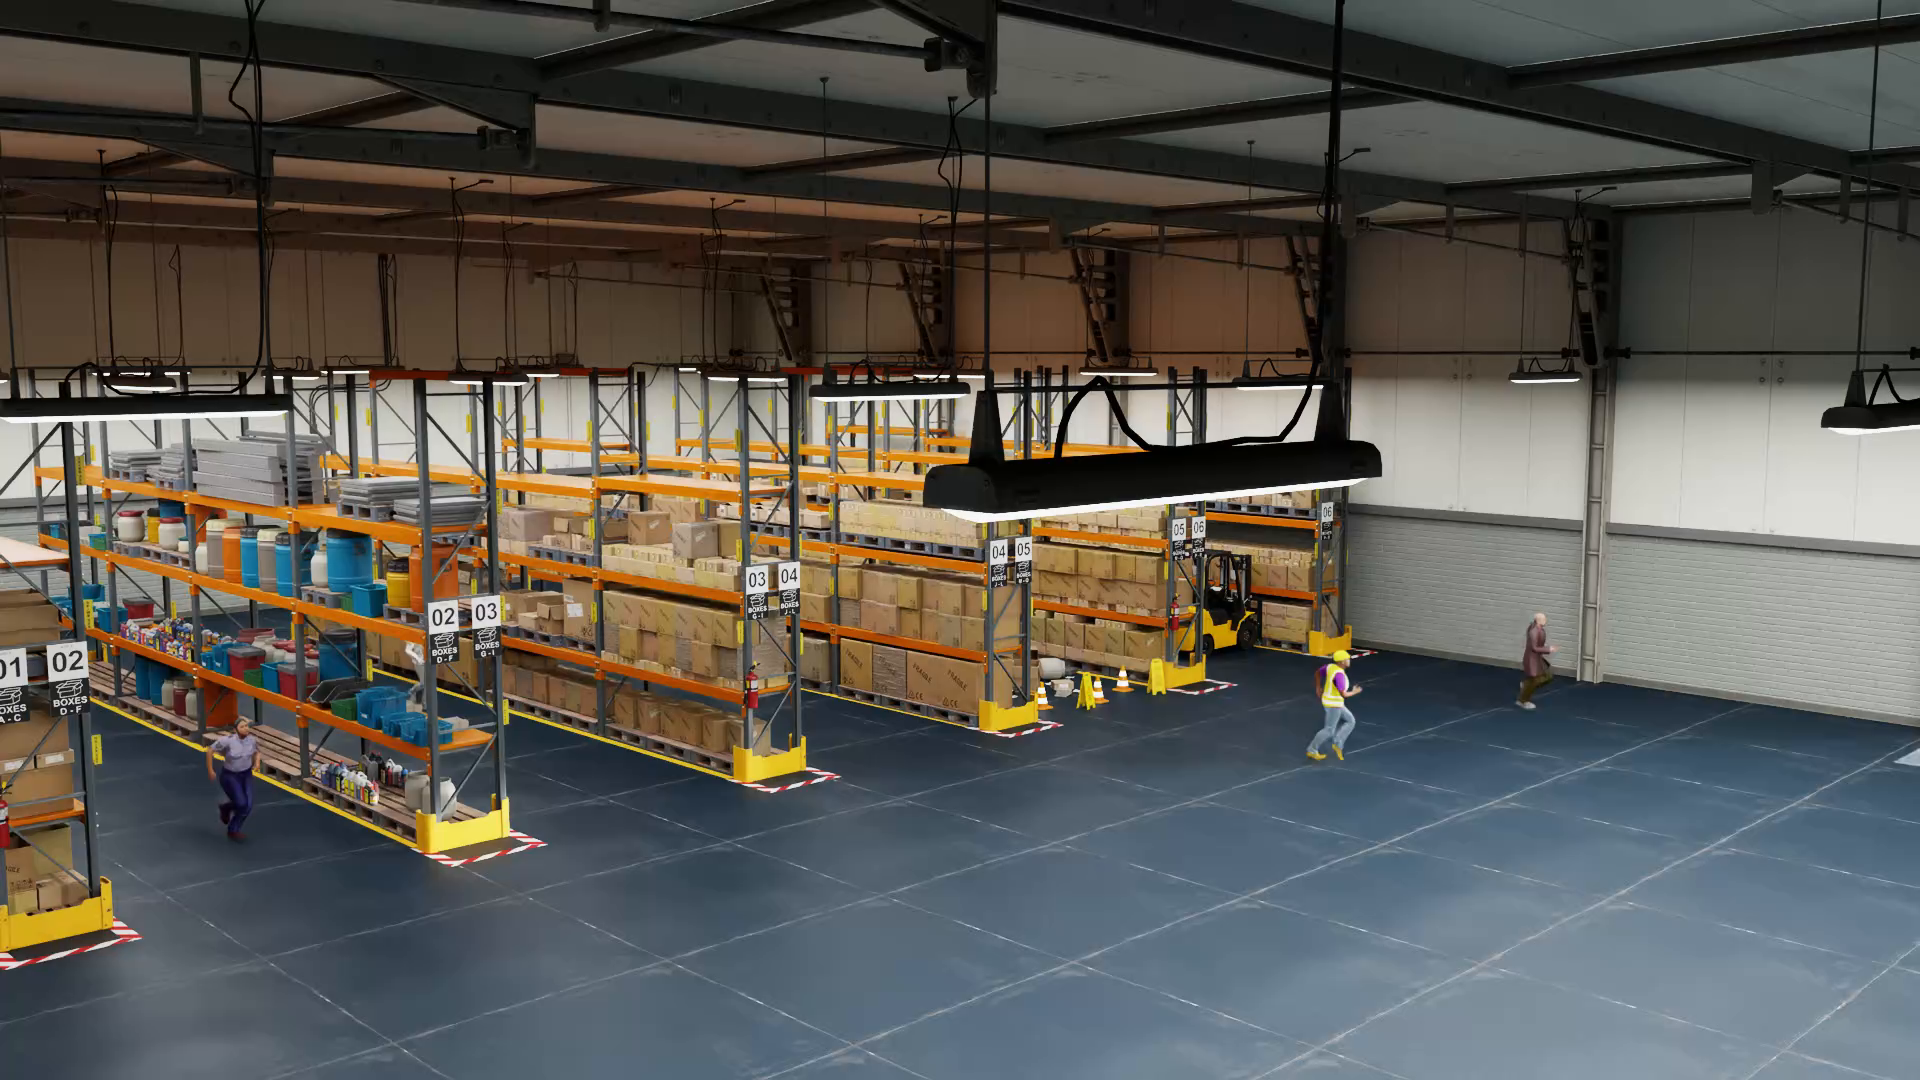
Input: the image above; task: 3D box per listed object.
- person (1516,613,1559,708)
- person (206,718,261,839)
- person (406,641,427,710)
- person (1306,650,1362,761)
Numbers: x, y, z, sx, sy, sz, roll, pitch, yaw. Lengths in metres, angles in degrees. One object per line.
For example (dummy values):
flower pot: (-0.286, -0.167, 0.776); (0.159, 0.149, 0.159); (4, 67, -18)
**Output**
person: (10.248, 2.143, 29.496); (0.723, 1.728, 0.761); (4, 8, 31)
person: (-9.400, 3.120, 21.661); (0.623, 1.589, 0.645); (4, 8, 33)
person: (-9.541, 2.180, 29.536); (0.543, 1.652, 0.601); (4, 8, 35)
person: (5.778, 2.564, 25.676); (0.809, 1.757, 0.730); (0, 6, 3)
